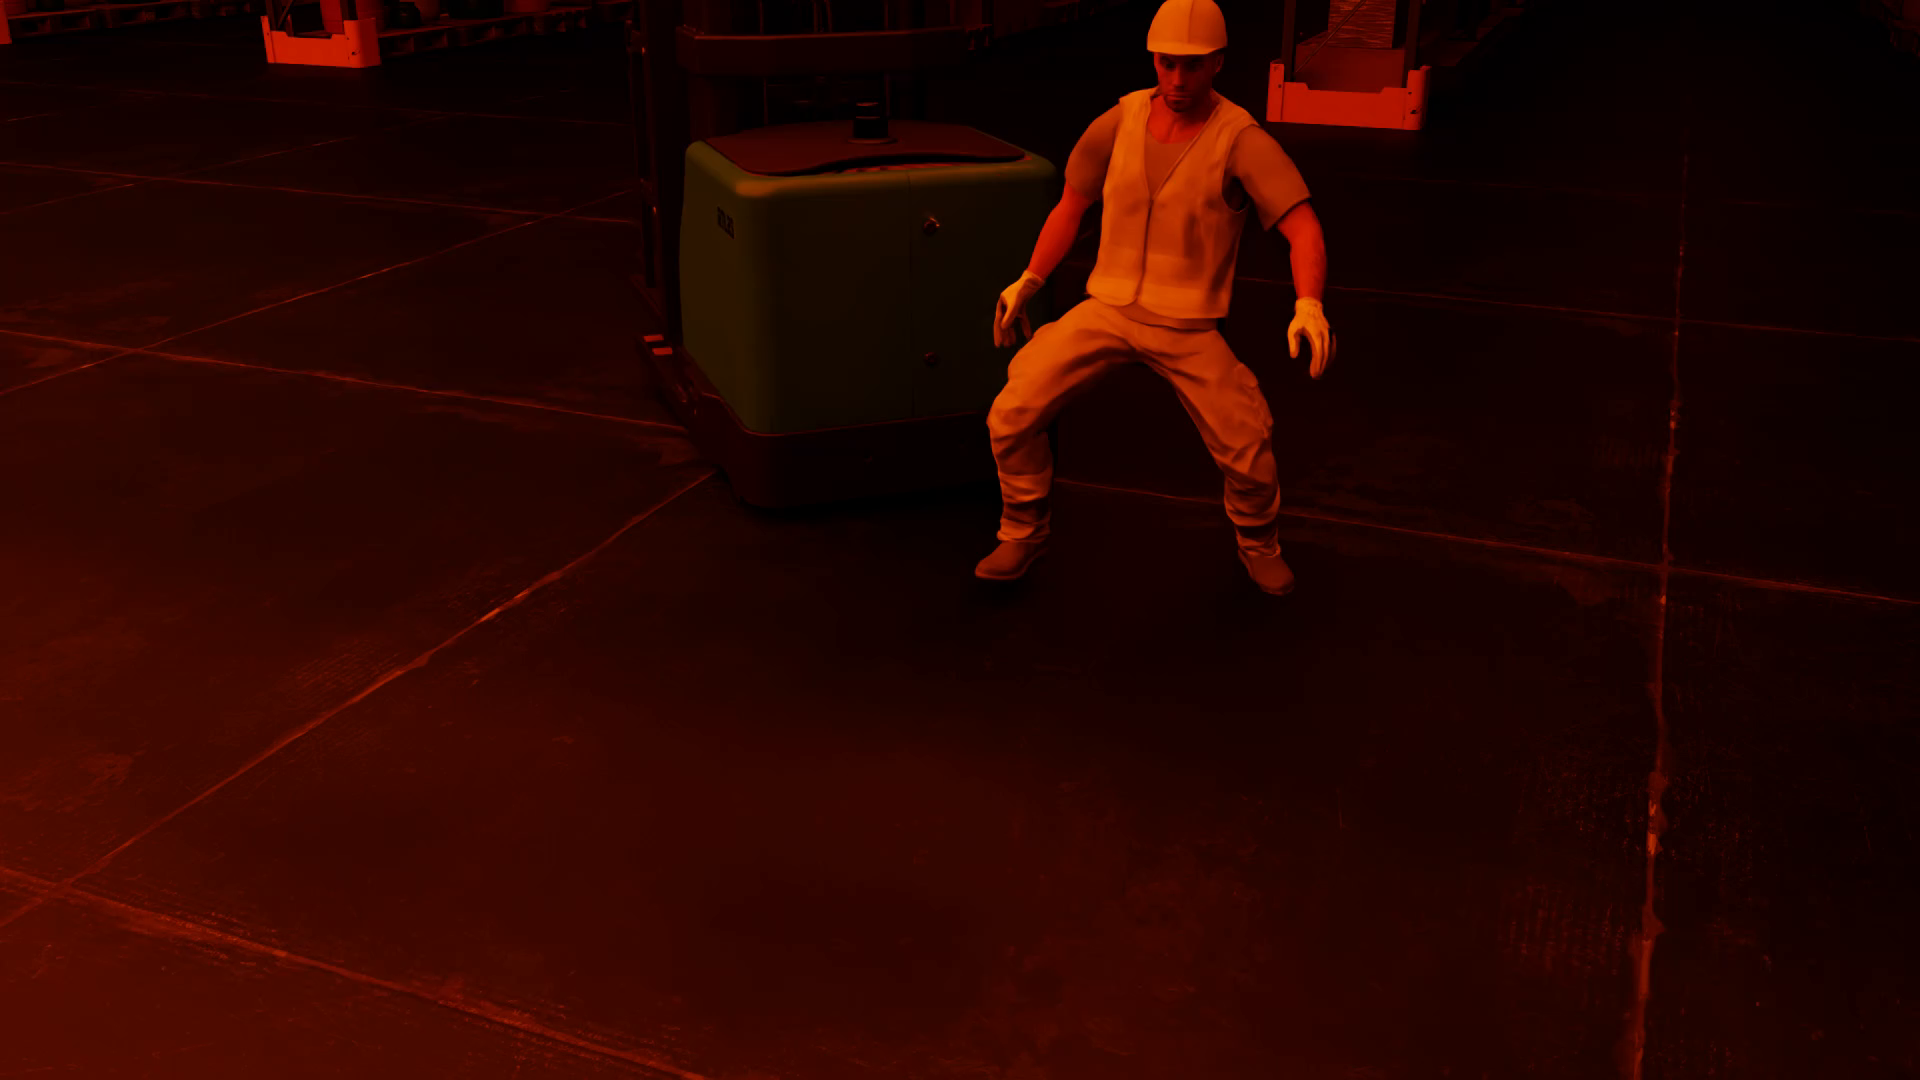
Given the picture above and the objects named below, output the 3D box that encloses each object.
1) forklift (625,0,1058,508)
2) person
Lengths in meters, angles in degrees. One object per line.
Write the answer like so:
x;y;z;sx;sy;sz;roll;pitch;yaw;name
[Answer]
-0.664;-1.989;6.051;1.130;2.935;3.031;-8;24;-19;forklift
0.573;-0.609;4.461;0.979;1.647;0.711;11;25;25;person
